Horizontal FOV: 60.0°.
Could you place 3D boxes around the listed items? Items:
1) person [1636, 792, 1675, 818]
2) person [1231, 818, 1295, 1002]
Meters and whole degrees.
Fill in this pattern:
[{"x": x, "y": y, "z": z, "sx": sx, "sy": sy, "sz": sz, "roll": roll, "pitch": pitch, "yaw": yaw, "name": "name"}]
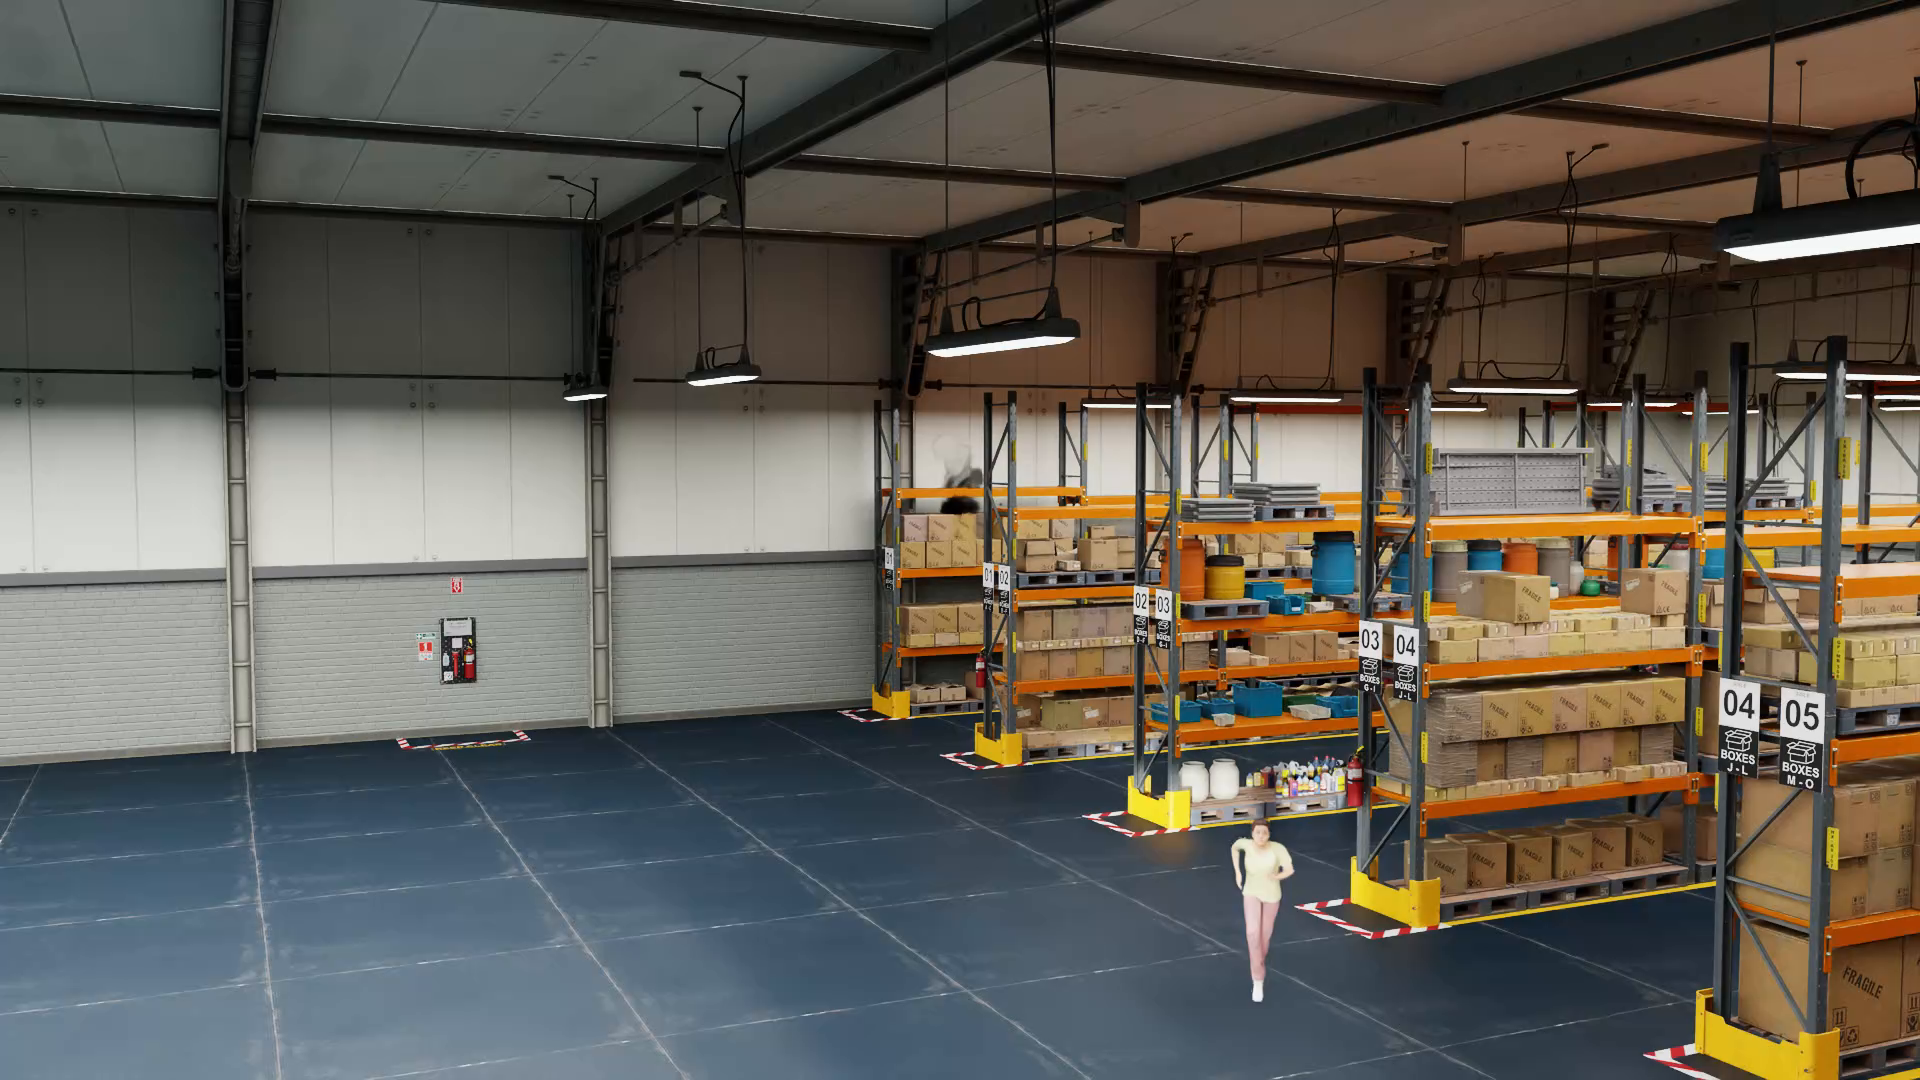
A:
[{"x": 9.294, "y": 3.039, "z": 22.172, "sx": 0.738, "sy": 1.719, "sz": 0.531, "roll": -2, "pitch": 4, "yaw": -34, "name": "person"}, {"x": 2.875, "y": 3.427, "z": 15.830, "sx": 0.578, "sy": 1.675, "sz": 0.987, "roll": 0, "pitch": 3, "yaw": 7, "name": "person"}]
